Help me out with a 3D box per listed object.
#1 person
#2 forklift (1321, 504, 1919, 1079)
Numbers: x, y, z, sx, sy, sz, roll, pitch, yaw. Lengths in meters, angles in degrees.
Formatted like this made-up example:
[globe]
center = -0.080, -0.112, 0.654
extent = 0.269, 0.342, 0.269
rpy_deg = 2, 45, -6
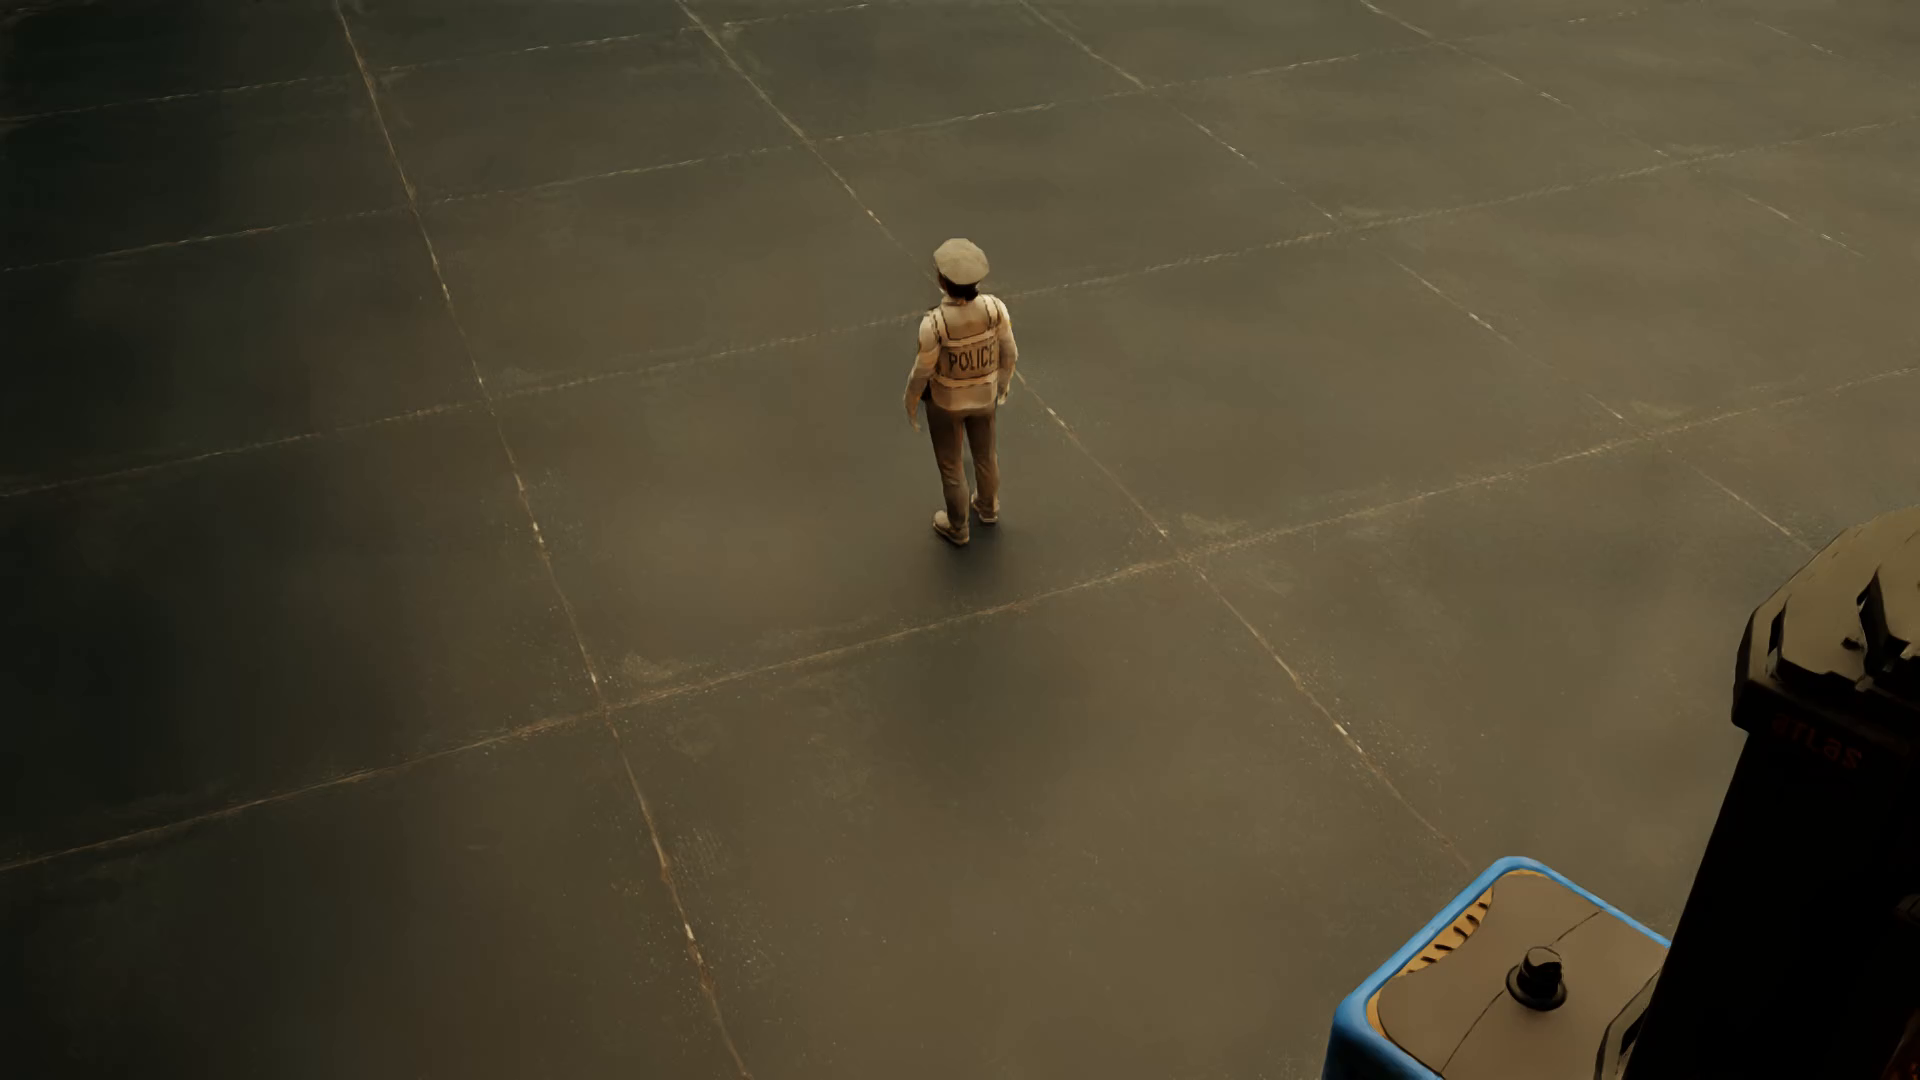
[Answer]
[person]
center = -0.020, -0.734, 8.185
extent = 0.586, 1.695, 0.532
rpy_deg = -14, 38, -19
[forklift]
center = 2.452, 1.490, 4.004
extent = 1.130, 2.935, 3.031
rpy_deg = -28, 44, -34
